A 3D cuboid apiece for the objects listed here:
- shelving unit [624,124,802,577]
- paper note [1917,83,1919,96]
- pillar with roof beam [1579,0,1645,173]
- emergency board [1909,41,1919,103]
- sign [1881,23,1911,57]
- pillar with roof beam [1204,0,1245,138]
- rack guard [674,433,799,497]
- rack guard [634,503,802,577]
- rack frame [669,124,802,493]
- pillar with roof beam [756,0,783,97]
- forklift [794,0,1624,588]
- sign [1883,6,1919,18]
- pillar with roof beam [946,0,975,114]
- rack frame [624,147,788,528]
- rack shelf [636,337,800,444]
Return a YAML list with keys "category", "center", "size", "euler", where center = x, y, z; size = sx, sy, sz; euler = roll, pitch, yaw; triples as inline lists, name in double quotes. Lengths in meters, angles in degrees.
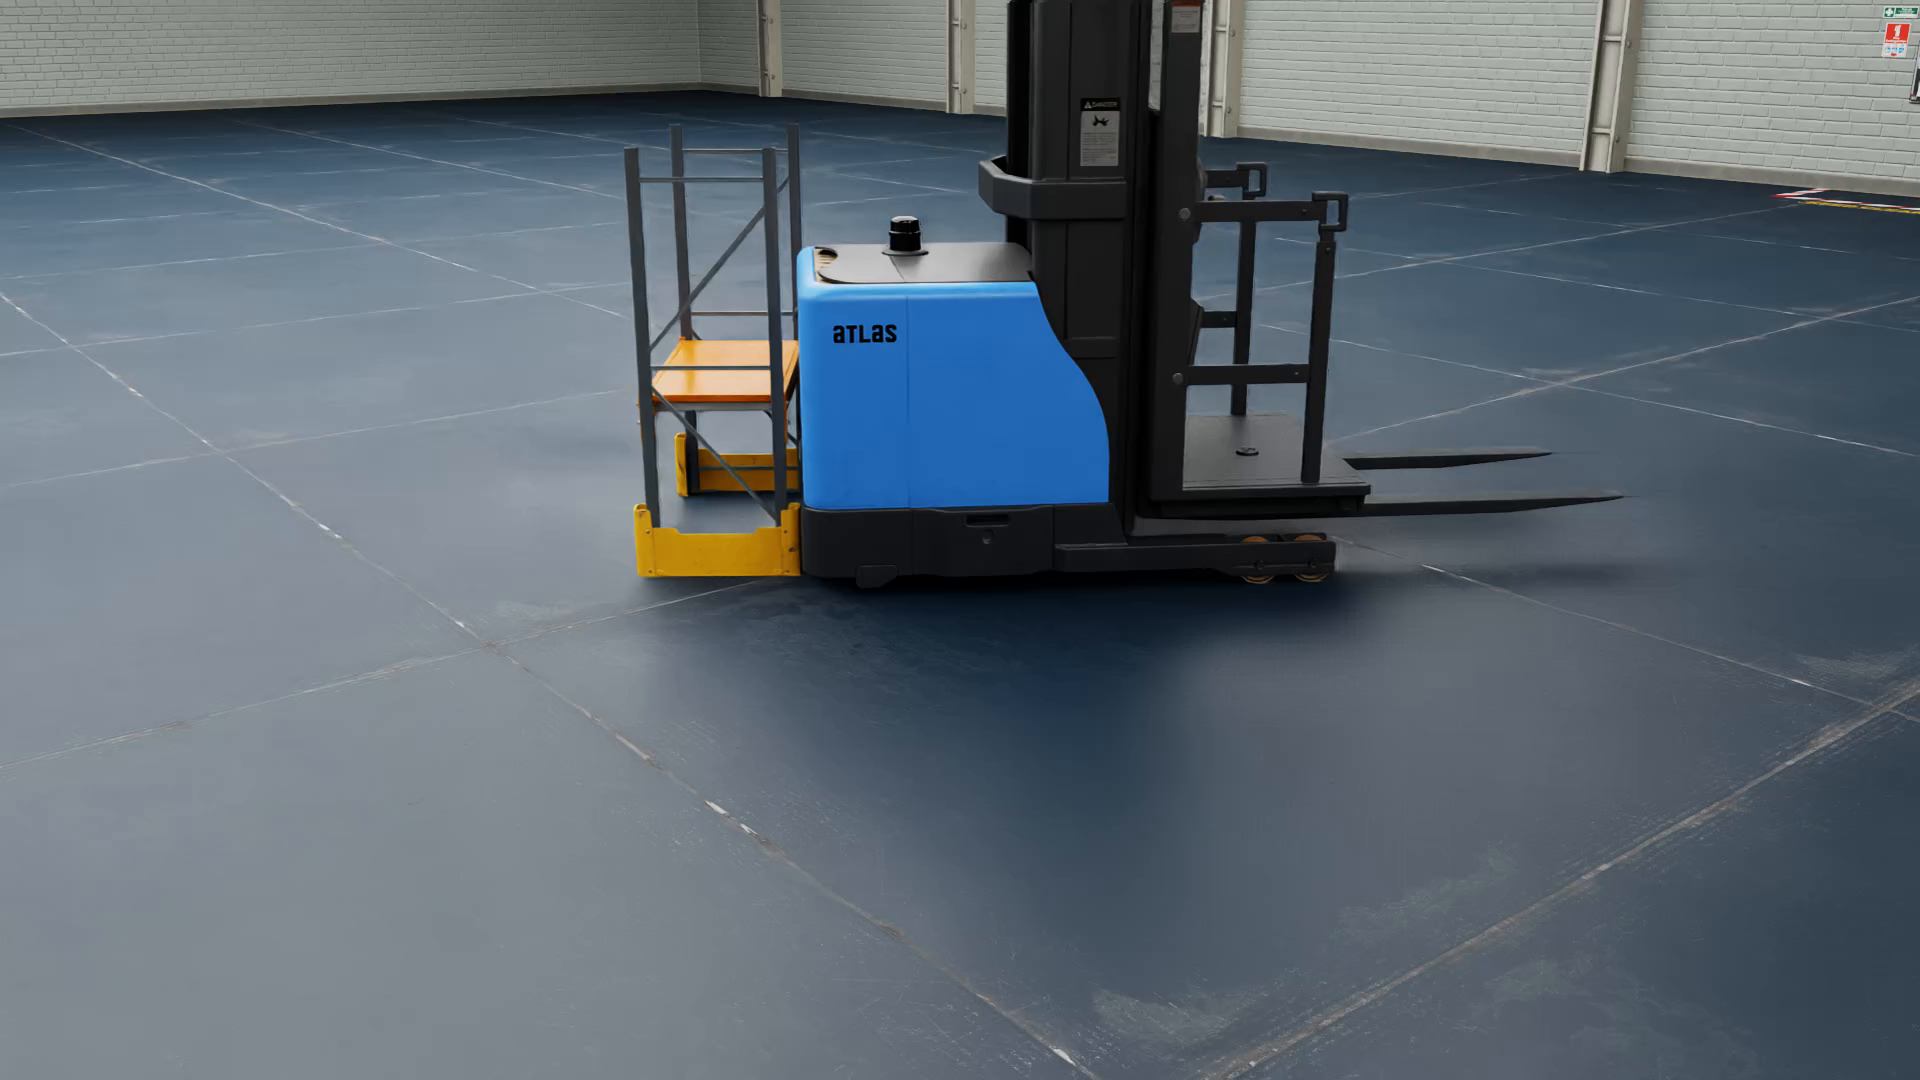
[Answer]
- category: "shelving unit"
  center: [-0.874, -0.750, 6.242]
  size: [0.587, 1.500, 1.083]
  euler: [0, 18, -1]
- category: "paper note"
  center: [9.625, -4.497, 16.573]
  size: [0.016, 0.148, 0.142]
  euler: [-14, 23, -36]
- category: "pillar with roof beam"
  center: [4.085, -7.728, 15.385]
  size: [9.100, 9.000, 0.400]
  euler: [-14, 23, -36]
- category: "emergency board"
  center: [9.690, -4.864, 16.279]
  size: [0.157, 1.169, 0.626]
  euler: [-14, 23, -36]
- category: "sign"
  center: [9.418, -5.031, 16.729]
  size: [0.001, 0.329, 0.234]
  euler: [-14, 23, -36]
- category: "pillar with roof beam"
  center: [0.360, -9.206, 19.850]
  size: [9.100, 9.000, 0.400]
  euler: [-14, 23, -36]
- category: "rack guard"
  center: [-0.882, -0.313, 6.911]
  size: [0.587, 0.250, 0.087]
  euler: [0, 18, -1]
- category: "rack guard"
  center: [-0.865, 0.000, 5.966]
  size: [0.587, 0.250, 0.087]
  euler: [0, 18, -1]
- category: "rack frame"
  center: [-0.883, -0.913, 6.733]
  size: [0.500, 1.500, 0.032]
  euler: [0, 18, -1]
- category: "pillar with roof beam"
  center: [-7.091, -12.163, 28.780]
  size: [9.100, 9.000, 0.400]
  euler: [-14, 23, -36]
- category: "forklift"
  center: [0.915, -1.399, 5.925]
  size: [3.031, 2.935, 1.130]
  euler: [-2, 18, -5]
- category: "sign"
  center: [9.414, -5.280, 16.637]
  size: [0.001, 0.109, 0.331]
  euler: [-14, 23, -36]
- category: "pillar with roof beam"
  center: [-3.366, -10.685, 24.315]
  size: [9.100, 9.000, 0.400]
  euler: [-14, 23, -36]
- category: "rack frame"
  center: [-0.865, -0.593, 5.768]
  size: [0.500, 1.500, 0.032]
  euler: [0, 18, -1]
- category: "rack shelf"
  center: [-0.874, -0.582, 6.307]
  size: [0.538, 0.185, 1.000]
  euler: [0, 18, -1]
